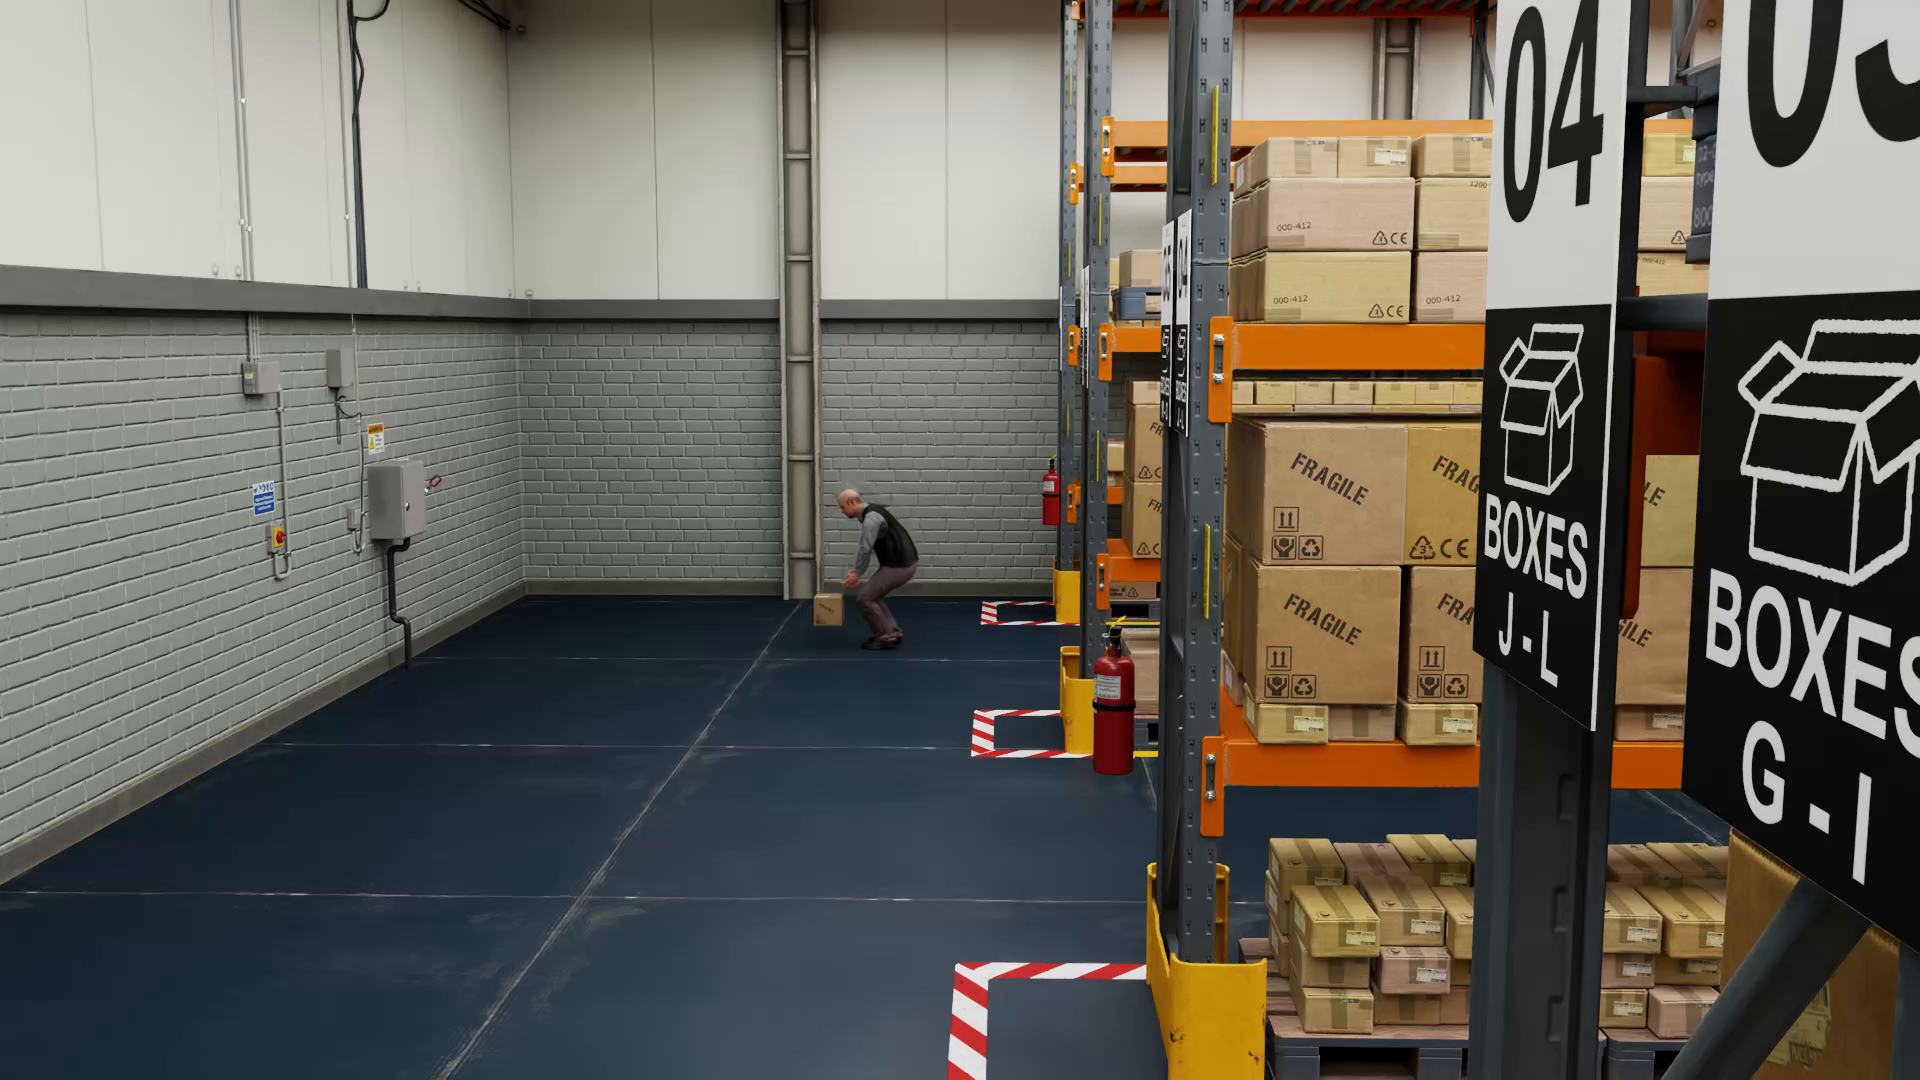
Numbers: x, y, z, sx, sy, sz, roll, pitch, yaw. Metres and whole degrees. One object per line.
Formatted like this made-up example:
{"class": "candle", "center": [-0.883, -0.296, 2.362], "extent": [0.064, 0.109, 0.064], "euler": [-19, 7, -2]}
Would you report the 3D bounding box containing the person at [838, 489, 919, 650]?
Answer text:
{"class": "person", "center": [-0.718, 0.251, 14.661], "extent": [0.706, 1.405, 0.592], "euler": [0, 7, 1]}
